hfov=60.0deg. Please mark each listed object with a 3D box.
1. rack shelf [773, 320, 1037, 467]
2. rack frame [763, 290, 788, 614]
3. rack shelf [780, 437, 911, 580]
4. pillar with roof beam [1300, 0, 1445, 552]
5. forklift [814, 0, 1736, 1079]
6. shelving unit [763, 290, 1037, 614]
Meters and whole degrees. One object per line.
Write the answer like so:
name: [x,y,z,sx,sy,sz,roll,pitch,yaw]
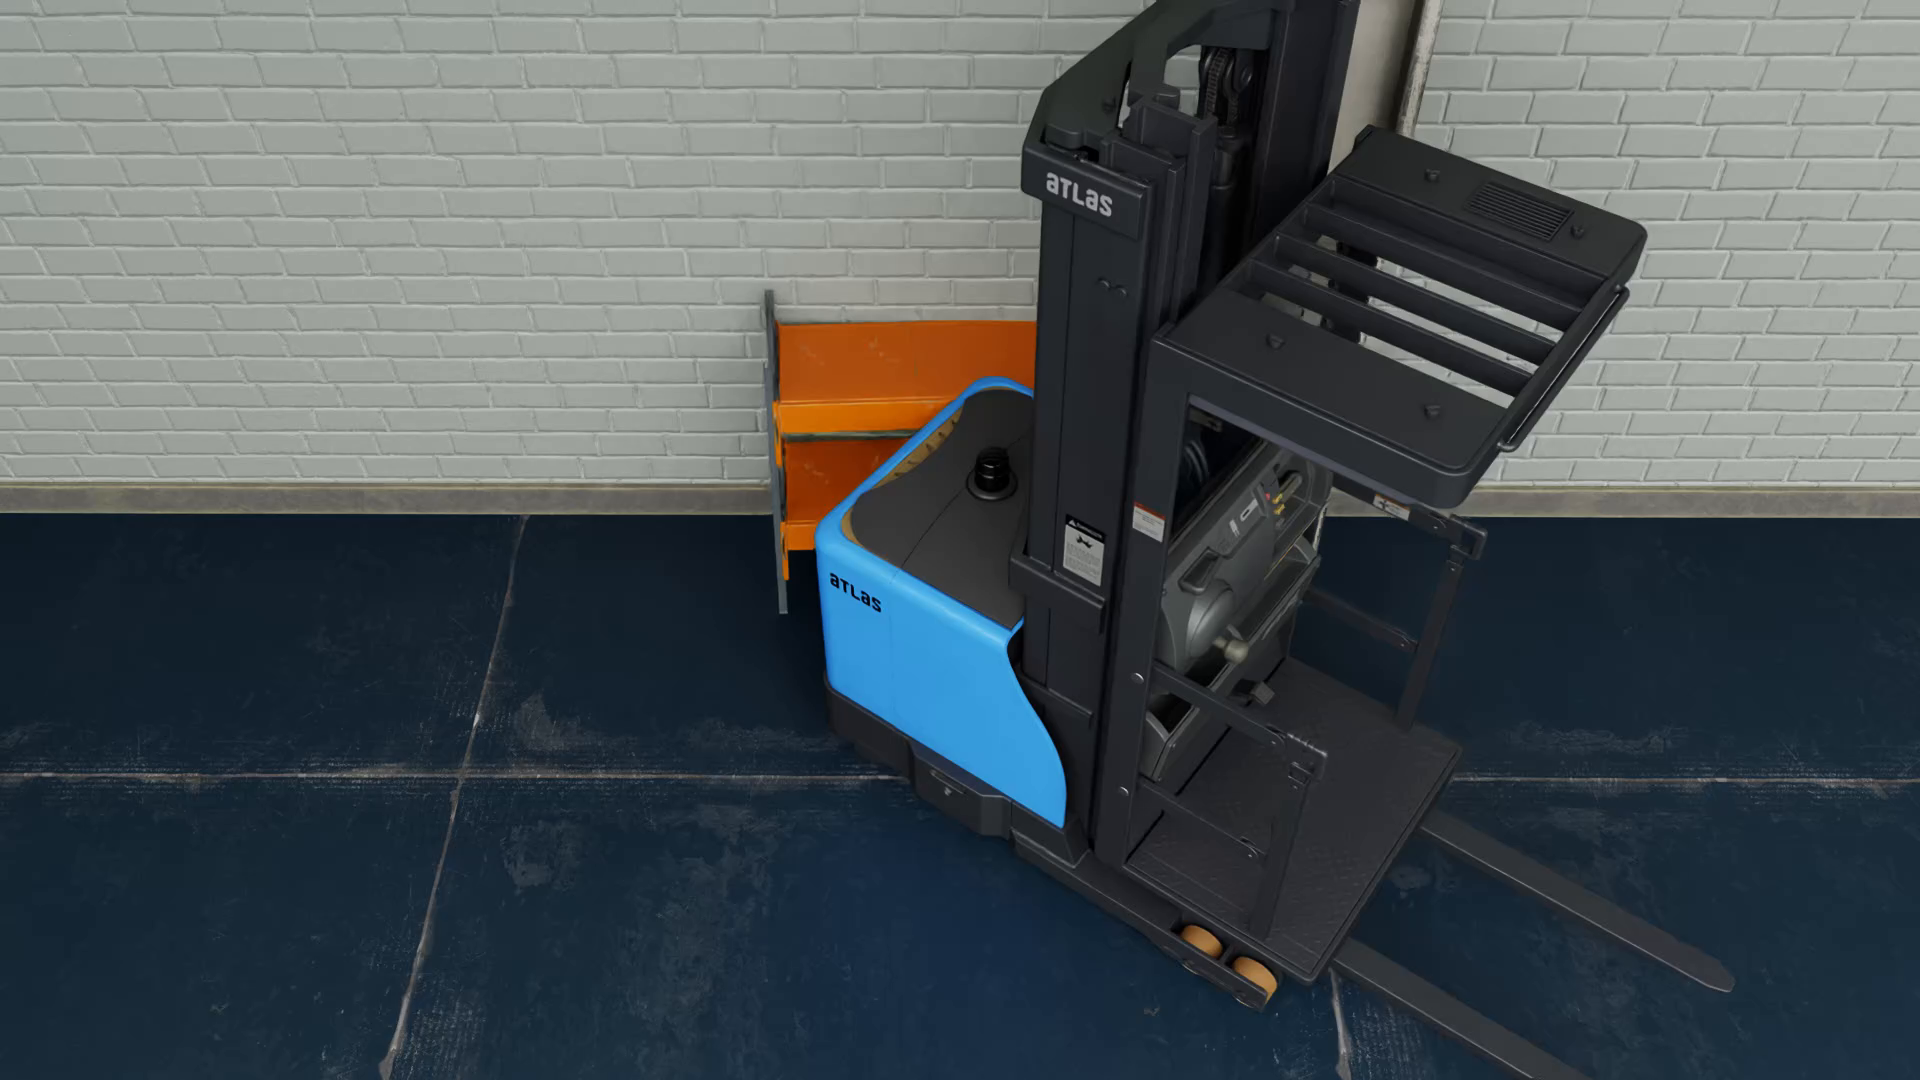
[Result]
rack shelf: [-0.165,-0.549,5.997,1.000,0.278,0.538,-2,41,-4]
rack frame: [-0.678,-0.308,6.149,0.032,1.125,0.500,-2,41,-4]
rack shelf: [-0.177,-0.141,6.346,1.000,0.278,0.538,-2,41,-4]
pillar with roof beam: [1.204,0.073,0.534,0.400,9.000,9.100,0,47,0]
forklift: [1.001,0.056,4.696,3.031,2.935,1.130,28,53,24]
shelving unit: [-0.172,-0.327,6.187,1.048,1.125,0.538,-2,41,-4]
